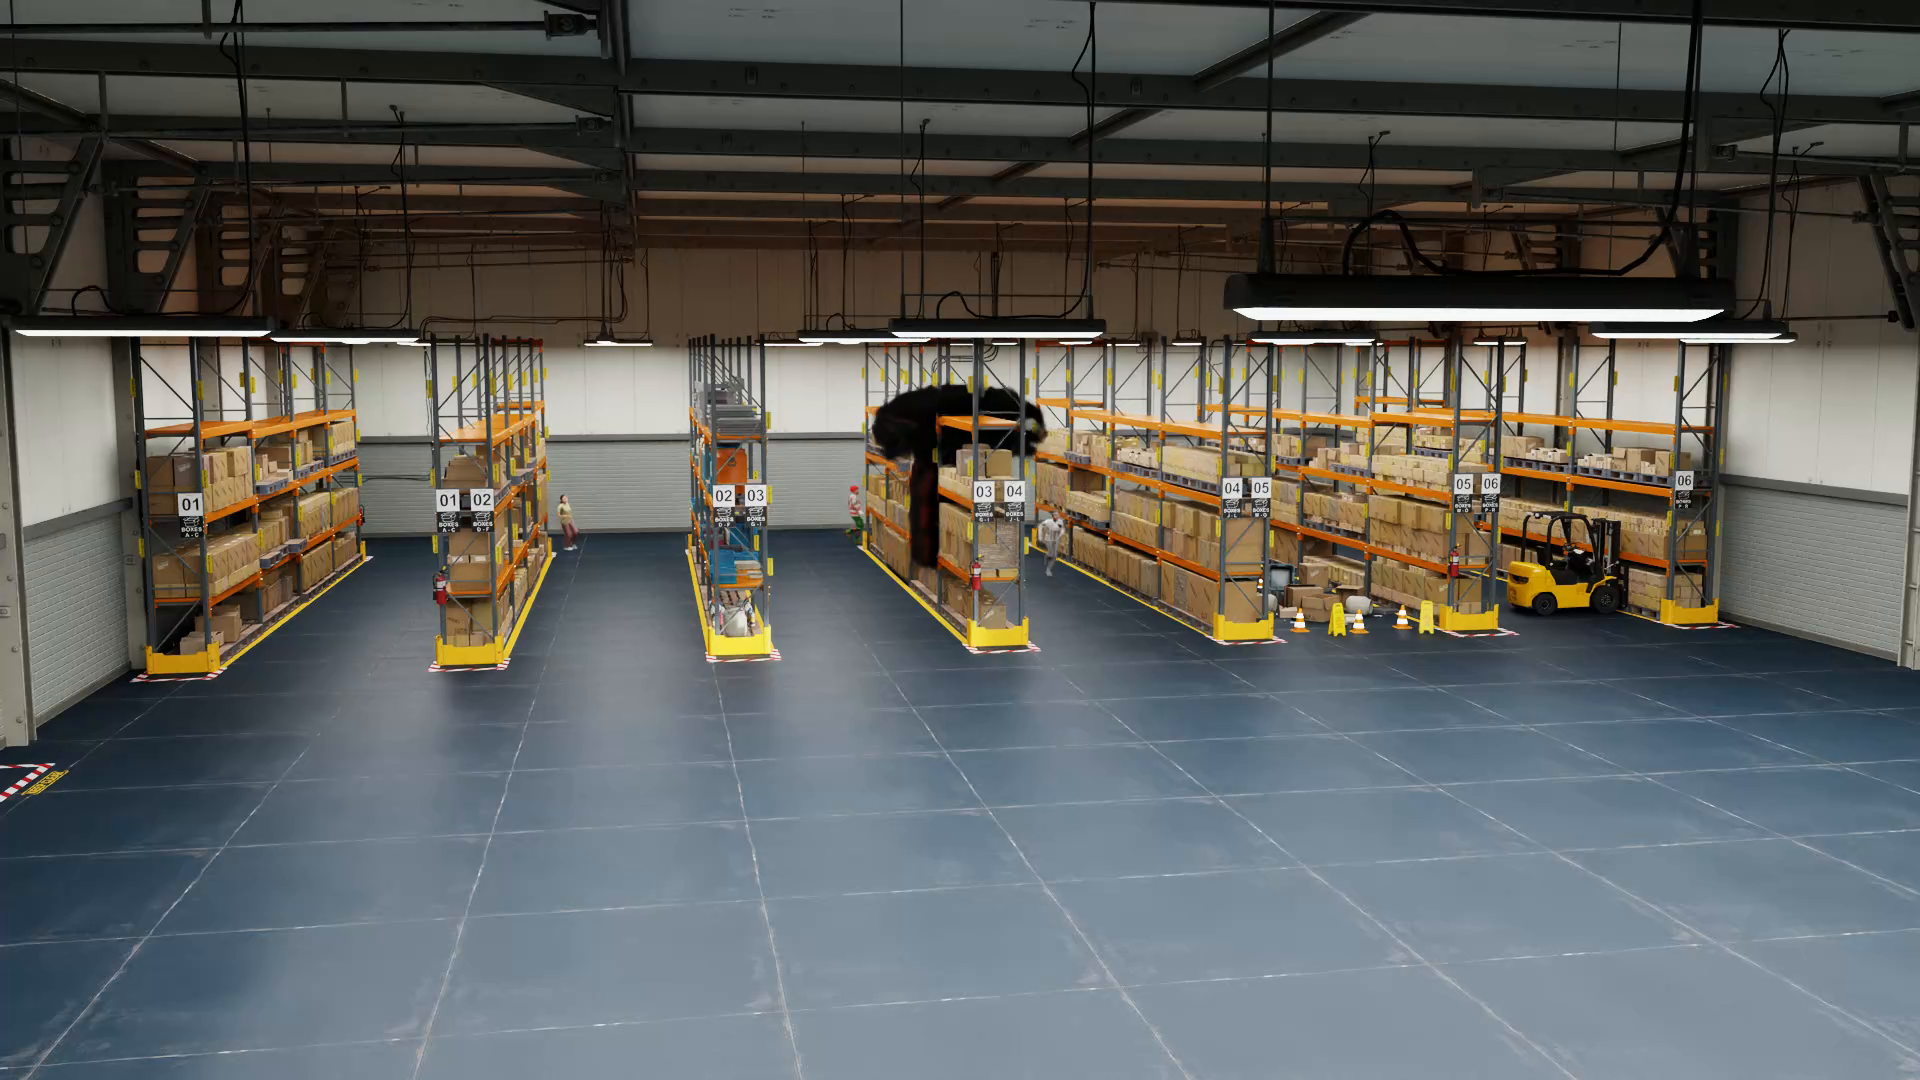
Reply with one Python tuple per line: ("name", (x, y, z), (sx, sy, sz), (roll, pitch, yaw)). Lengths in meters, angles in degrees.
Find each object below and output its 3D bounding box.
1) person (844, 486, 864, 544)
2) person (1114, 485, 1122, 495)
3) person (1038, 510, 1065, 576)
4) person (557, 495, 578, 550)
("person", (-3.119, -0.733, 48.855), (0.627, 1.741, 0.656), (-2, 7, -17))
("person", (4.957, -0.846, 50.363), (0.882, 1.625, 0.569), (-2, 7, -17))
("person", (2.226, 0.060, 40.019), (0.605, 1.628, 0.668), (-2, 7, -21))
("person", (-11.197, -0.500, 47.313), (0.592, 1.605, 0.640), (5, 8, 39))
